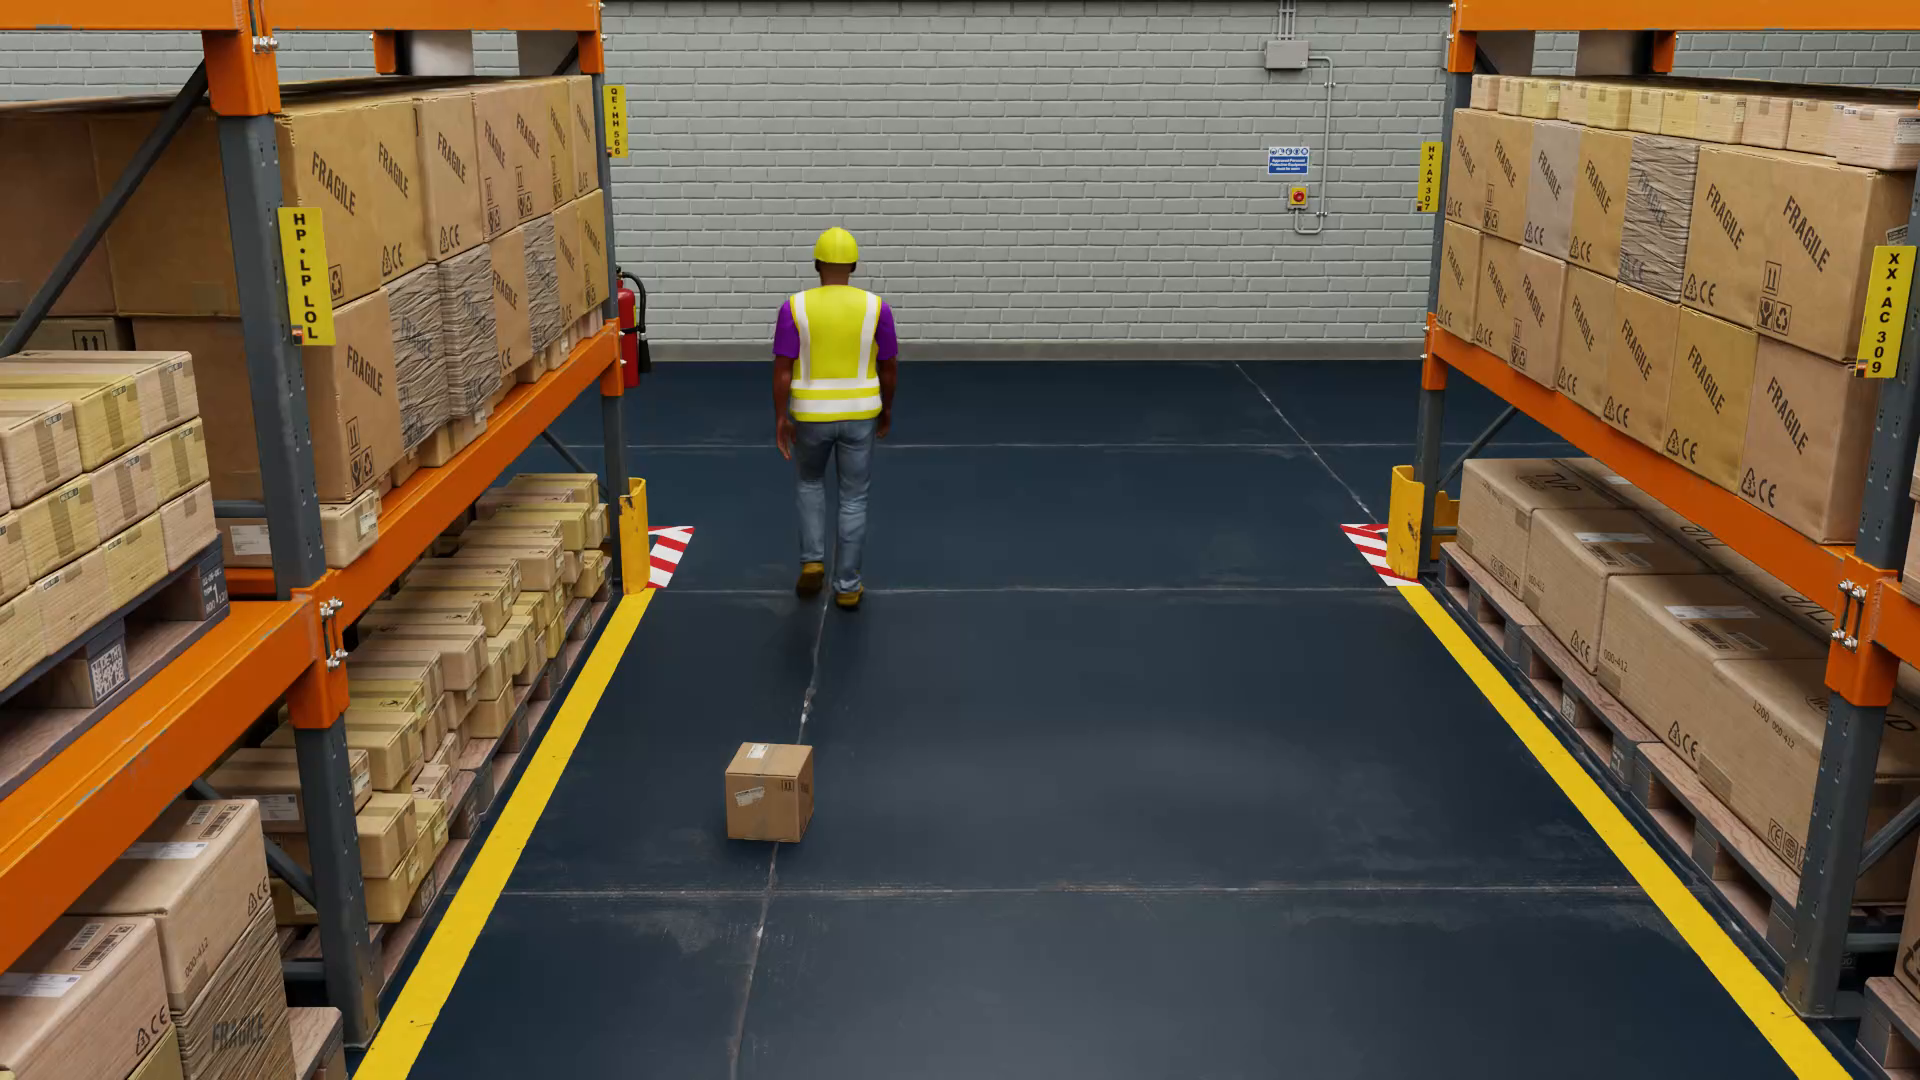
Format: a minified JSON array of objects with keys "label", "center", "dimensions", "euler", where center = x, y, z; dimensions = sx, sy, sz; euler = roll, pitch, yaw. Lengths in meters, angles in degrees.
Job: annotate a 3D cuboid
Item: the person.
[{"label":"person","center":[-0.581,-0.562,7.857],"dimensions":[0.584,1.810,0.529],"euler":[-1,17,-3]}]
